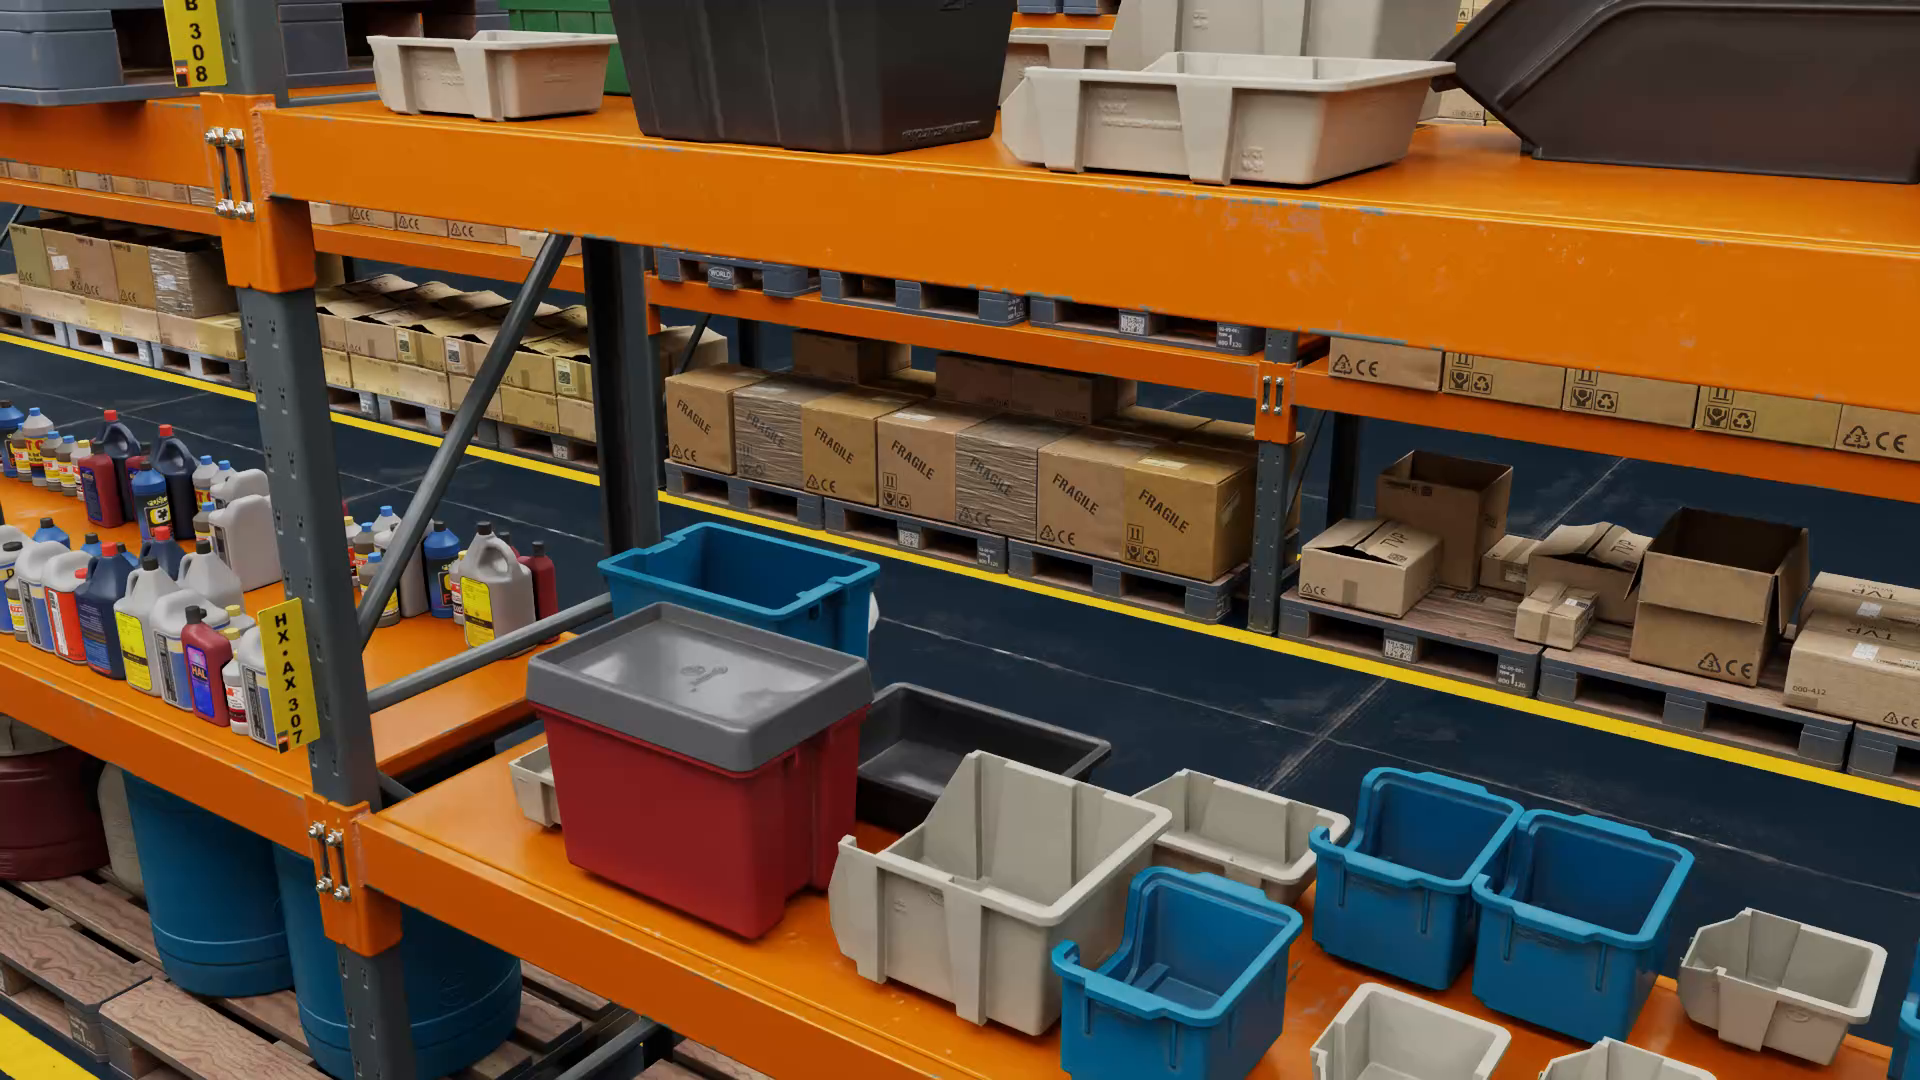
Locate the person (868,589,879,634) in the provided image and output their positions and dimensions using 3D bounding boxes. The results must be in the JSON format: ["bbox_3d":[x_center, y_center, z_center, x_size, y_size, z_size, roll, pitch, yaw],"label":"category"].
[{"bbox_3d":[-0.670,0.579,6.092,0.525,0.995,0.955,12,23,30],"label":"person"}]
